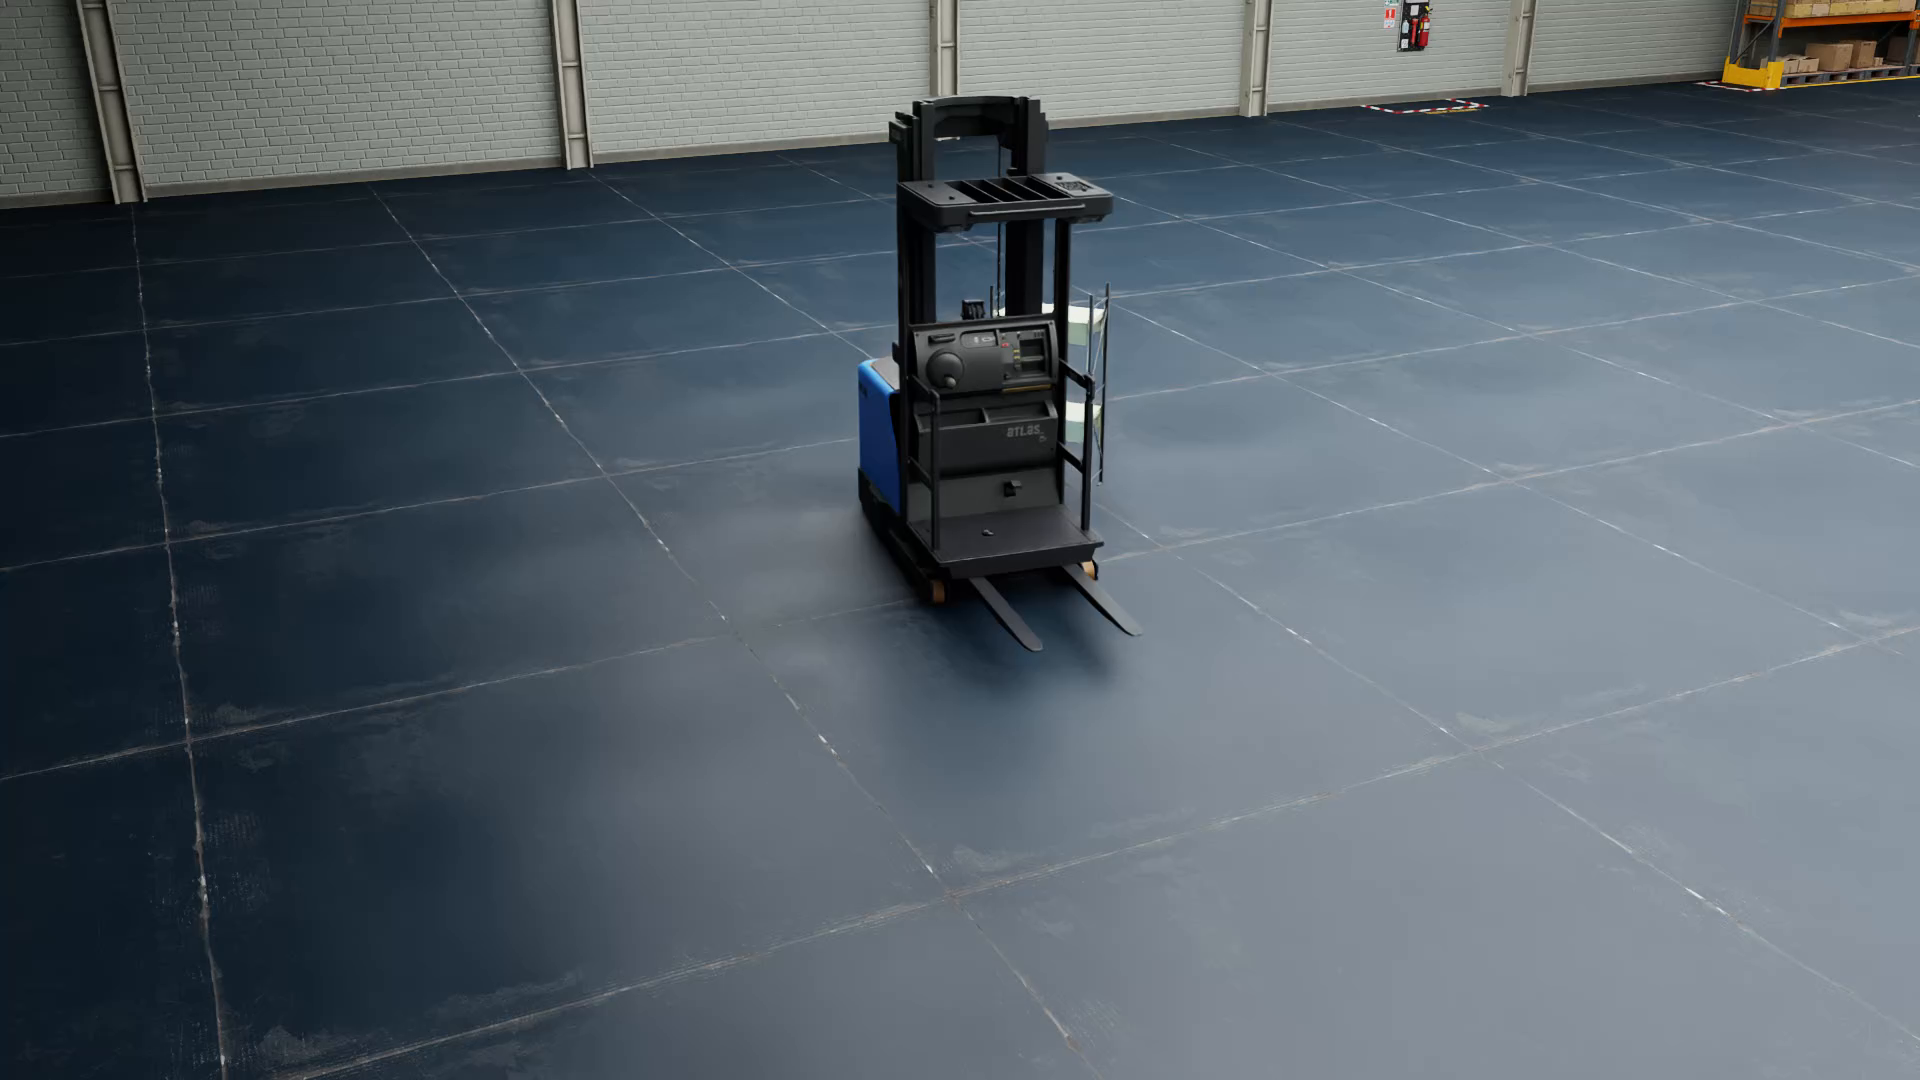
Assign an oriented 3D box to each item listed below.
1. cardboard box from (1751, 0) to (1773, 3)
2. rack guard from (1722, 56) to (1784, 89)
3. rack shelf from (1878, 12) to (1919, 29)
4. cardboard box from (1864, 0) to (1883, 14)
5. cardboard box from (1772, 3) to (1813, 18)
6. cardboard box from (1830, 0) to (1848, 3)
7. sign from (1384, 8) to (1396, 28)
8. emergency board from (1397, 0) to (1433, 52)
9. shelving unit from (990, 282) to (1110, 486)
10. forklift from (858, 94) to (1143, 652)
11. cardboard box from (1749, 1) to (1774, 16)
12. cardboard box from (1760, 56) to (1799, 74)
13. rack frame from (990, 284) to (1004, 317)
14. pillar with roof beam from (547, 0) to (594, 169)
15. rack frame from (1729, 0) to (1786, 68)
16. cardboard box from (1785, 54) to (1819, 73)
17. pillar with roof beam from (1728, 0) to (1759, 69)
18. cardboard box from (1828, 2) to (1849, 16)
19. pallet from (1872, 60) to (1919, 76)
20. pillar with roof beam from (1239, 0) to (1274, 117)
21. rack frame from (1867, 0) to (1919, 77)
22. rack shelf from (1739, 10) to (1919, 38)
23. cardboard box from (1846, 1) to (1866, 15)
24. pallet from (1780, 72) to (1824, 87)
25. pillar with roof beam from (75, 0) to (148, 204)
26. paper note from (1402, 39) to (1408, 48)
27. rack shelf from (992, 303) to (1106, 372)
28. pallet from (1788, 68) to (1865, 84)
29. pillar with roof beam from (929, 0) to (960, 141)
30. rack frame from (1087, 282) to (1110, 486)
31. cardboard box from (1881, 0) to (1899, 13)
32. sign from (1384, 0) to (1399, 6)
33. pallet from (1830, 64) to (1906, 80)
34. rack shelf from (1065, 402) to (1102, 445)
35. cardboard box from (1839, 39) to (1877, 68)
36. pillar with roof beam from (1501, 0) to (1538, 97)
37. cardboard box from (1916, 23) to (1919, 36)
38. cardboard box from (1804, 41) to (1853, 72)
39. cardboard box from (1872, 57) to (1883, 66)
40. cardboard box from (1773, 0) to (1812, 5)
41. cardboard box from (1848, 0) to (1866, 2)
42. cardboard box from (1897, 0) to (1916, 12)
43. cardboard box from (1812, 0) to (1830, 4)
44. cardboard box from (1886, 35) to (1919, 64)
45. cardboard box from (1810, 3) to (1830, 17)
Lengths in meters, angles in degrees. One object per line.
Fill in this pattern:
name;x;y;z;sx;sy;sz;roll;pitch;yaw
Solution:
cardboard box;16.056;-10.908;32.869;0.500;0.500;0.500;-11;25;-24
rack guard;15.792;-9.328;33.131;0.348;0.500;1.175;-10;25;-24
rack shelf;21.130;-11.133;35.164;4.000;0.370;1.077;-10;25;-24
cardboard box;18.133;-10.722;33.400;0.500;0.250;0.500;-11;25;-24
cardboard box;16.301;-10.382;32.578;0.500;0.250;0.500;-11;25;-25
cardboard box;17.202;-10.894;32.836;0.500;0.500;0.500;-11;25;-25
sign;7.786;-9.453;30.117;0.234;0.329;0.001;-10;25;-24
emergency board;8.329;-9.492;30.260;0.643;1.169;0.194;-10;25;-24
shelving unit;0.634;-1.104;11.957;0.755;1.500;0.431;9;24;20
forklift;0.233;-1.124;10.134;1.130;2.935;3.031;-7;24;-17
cardboard box;16.060;-10.554;32.996;0.500;0.250;0.500;-10;25;-23
cardboard box;16.386;-9.515;33.254;0.500;0.311;0.500;-14;26;-30
rack frame;0.295;-1.157;12.084;0.023;1.500;0.400;9;24;20
pillar with roof beam;-3.779;-8.192;19.274;0.400;9.000;9.100;-10;25;-24
rack frame;15.723;-10.470;32.622;0.127;3.000;1.000;-10;25;-24
cardboard box;16.899;-9.609;33.483;0.500;0.311;0.500;-8;24;-19
pillar with roof beam;17.846;-12.173;28.891;0.400;9.000;9.100;-10;25;-24
cardboard box;17.224;-10.555;32.997;0.500;0.250;0.500;-11;25;-24
pallet;20.028;-9.975;35.071;1.213;0.211;1.003;-10;25;-24
pillar with roof beam;7.033;-10.182;24.082;0.400;9.000;9.100;-10;25;-24
rack frame;19.327;-11.134;34.225;0.127;3.000;1.000;-10;25;-24
rack shelf;17.525;-10.470;33.561;4.000;0.370;1.077;-10;25;-24
cardboard box;17.680;-10.638;33.198;0.500;0.250;0.500;-10;25;-23
pallet;16.539;-9.317;33.482;1.213;0.211;1.003;-10;25;-24
pillar with roof beam;-9.186;-7.196;16.869;0.400;9.000;9.100;-10;25;-24
paper note;8.140;-9.080;30.415;0.142;0.148;0.016;-10;25;-24
rack shelf;0.634;-1.465;11.807;0.720;0.370;0.431;9;24;20
pallet;17.637;-9.518;33.967;1.213;0.211;1.003;-10;25;-24
pillar with roof beam;1.627;-9.187;21.678;0.400;9.000;9.100;-10;25;-24
rack frame;0.973;-1.051;11.829;0.023;1.500;0.400;9;24;20
cardboard box;18.580;-10.811;33.615;0.500;0.250;0.500;-10;25;-23
sign;7.794;-9.695;30.010;0.331;0.109;0.001;-10;25;-24
pallet;18.738;-9.722;34.460;1.213;0.211;1.003;-10;25;-24
rack shelf;0.634;-0.803;12.081;0.720;0.370;0.431;9;24;20
cardboard box;18.410;-9.996;34.170;0.500;0.500;0.500;-12;26;-28
pillar with roof beam;12.440;-11.177;26.487;0.400;9.000;9.100;-10;25;-24
cardboard box;20.379;-10.731;34.964;0.500;0.250;0.500;-11;25;-25
cardboard box;17.582;-9.801;33.699;0.500;0.500;0.700;-12;25;-27
cardboard box;18.858;-9.929;34.443;0.250;0.166;0.380;-14;26;-30
cardboard box;16.284;-10.732;32.445;0.500;0.500;0.500;-10;25;-24
cardboard box;17.662;-10.984;33.053;0.500;0.500;0.500;-10;24;-22
cardboard box;19.032;-10.891;33.808;0.500;0.250;0.500;-10;25;-23
cardboard box;16.733;-10.811;32.634;0.500;0.500;0.500;-10;25;-23
cardboard box;19.984;-10.310;34.928;0.500;0.500;0.700;-10;24;-22
cardboard box;16.762;-10.473;32.798;0.500;0.250;0.500;-11;25;-25
